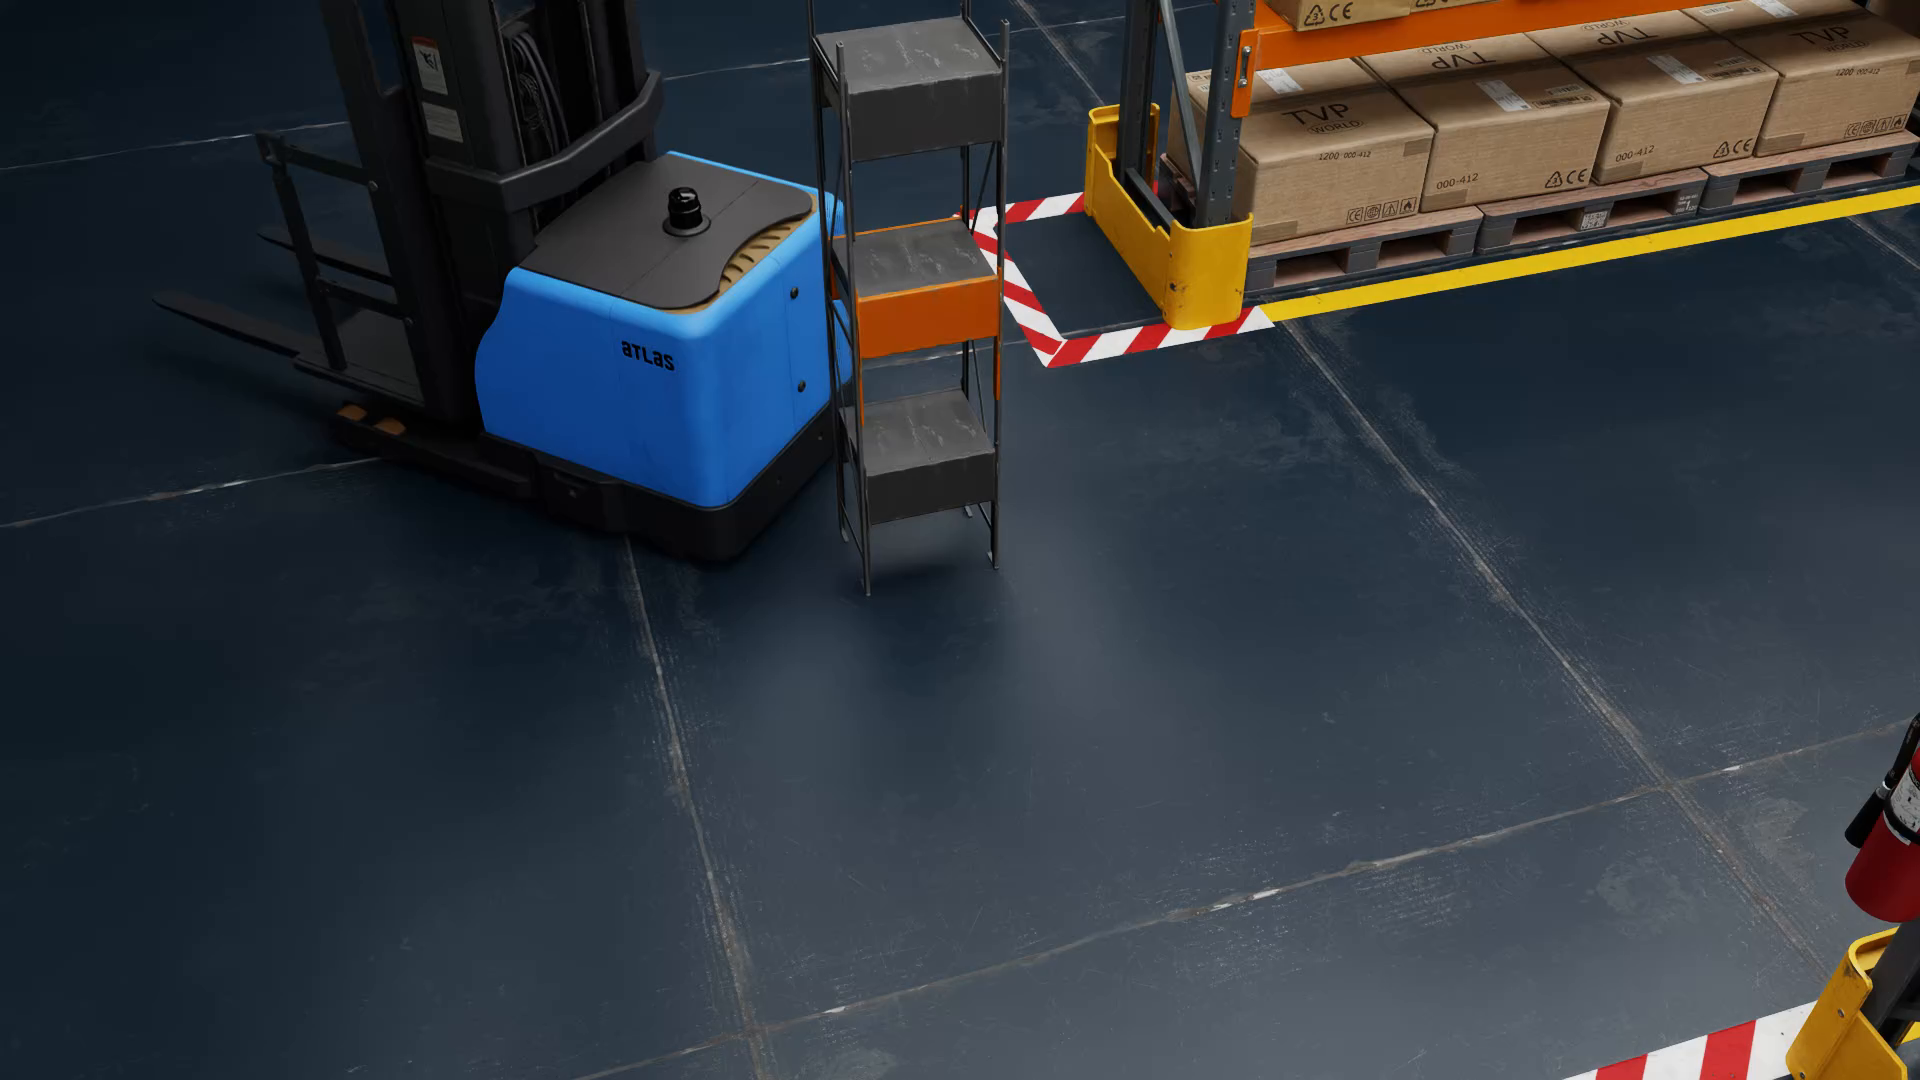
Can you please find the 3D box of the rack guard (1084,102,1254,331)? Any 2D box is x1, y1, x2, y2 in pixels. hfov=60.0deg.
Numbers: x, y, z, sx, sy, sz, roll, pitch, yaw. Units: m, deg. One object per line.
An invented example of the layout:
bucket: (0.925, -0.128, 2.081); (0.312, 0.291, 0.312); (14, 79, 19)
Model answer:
rack guard: (0.925, -1.497, 7.584); (0.348, 0.500, 1.175); (-12, 42, -13)

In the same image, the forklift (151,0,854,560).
forklift: (-1.954, -1.711, 5.981); (3.031, 2.935, 1.130); (19, 44, 20)

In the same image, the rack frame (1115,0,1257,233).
rack frame: (0.948, -2.443, 6.767); (0.127, 3.000, 1.000); (-12, 42, -13)

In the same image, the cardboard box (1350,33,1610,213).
cardboard box: (2.418, -2.016, 7.906); (0.875, 0.438, 0.875); (-11, 42, -12)

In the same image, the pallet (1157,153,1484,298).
pallet: (1.687, -1.600, 7.921); (1.213, 0.211, 1.003); (-12, 42, -13)

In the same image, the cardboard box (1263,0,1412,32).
cardboard box: (1.492, -2.396, 6.636); (0.500, 0.500, 0.500); (-12, 43, -13)

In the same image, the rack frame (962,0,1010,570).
rack frame: (0.075, -0.806, 5.577); (0.015, 2.100, 0.400); (-12, 42, -13)

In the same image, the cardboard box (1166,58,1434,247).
cardboard box: (1.547, -1.830, 7.693); (0.875, 0.438, 0.875); (-13, 43, -15)

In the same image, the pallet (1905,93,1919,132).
pallet: (5.476, -2.384, 8.818); (1.213, 0.211, 1.003); (-12, 42, -13)

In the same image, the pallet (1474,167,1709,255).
pallet: (2.848, -1.839, 8.195); (1.213, 0.211, 1.003); (-12, 42, -13)

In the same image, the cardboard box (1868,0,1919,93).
cardboard box: (5.330, -2.765, 8.430); (0.875, 0.875, 0.875); (-10, 42, -12)

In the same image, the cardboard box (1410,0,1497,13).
cardboard box: (1.966, -2.513, 6.771); (0.500, 0.500, 0.500); (-12, 43, -14)

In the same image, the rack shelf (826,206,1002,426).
rack shelf: (-0.158, -0.748, 5.531); (0.480, 0.518, 0.431); (-12, 42, -13)

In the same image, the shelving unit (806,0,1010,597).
shelving unit: (-0.158, -0.758, 5.522); (0.503, 2.100, 0.431); (-12, 42, -13)

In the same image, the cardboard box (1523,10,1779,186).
cardboard box: (3.278, -2.193, 8.109); (0.875, 0.438, 0.875); (-13, 43, -14)

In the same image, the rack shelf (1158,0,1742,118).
rack shelf: (2.855, -2.568, 7.456); (4.000, 0.370, 1.077); (-12, 42, -13)

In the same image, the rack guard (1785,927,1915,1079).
rack guard: (2.604, 1.569, 4.074); (0.348, 0.500, 1.175); (-12, 42, -13)

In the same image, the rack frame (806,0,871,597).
rack frame: (-0.391, -0.710, 5.467); (0.015, 2.100, 0.400); (-12, 42, -13)

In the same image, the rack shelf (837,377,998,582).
rack shelf: (-0.158, -0.221, 5.991); (0.480, 0.518, 0.431); (-12, 42, -13)

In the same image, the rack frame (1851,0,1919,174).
rack frame: (4.763, -3.234, 7.672); (0.127, 3.000, 1.000); (-12, 42, -13)

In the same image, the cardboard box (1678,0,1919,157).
cardboard box: (4.132, -2.370, 8.312); (0.875, 0.438, 0.875); (-12, 43, -14)

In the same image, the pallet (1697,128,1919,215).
pallet: (4.014, -2.083, 8.473); (1.213, 0.211, 1.003); (-12, 42, -13)

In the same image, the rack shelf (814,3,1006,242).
rack shelf: (-0.158, -1.275, 5.070); (0.480, 0.518, 0.431); (-12, 42, -13)

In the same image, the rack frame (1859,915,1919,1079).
rack frame: (2.531, 0.643, 3.234); (0.127, 3.000, 1.000); (-12, 42, -13)

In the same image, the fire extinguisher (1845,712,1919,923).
fire extinguisher: (2.152, 0.573, 3.657); (0.183, 0.674, 0.296); (-12, 42, -13)
